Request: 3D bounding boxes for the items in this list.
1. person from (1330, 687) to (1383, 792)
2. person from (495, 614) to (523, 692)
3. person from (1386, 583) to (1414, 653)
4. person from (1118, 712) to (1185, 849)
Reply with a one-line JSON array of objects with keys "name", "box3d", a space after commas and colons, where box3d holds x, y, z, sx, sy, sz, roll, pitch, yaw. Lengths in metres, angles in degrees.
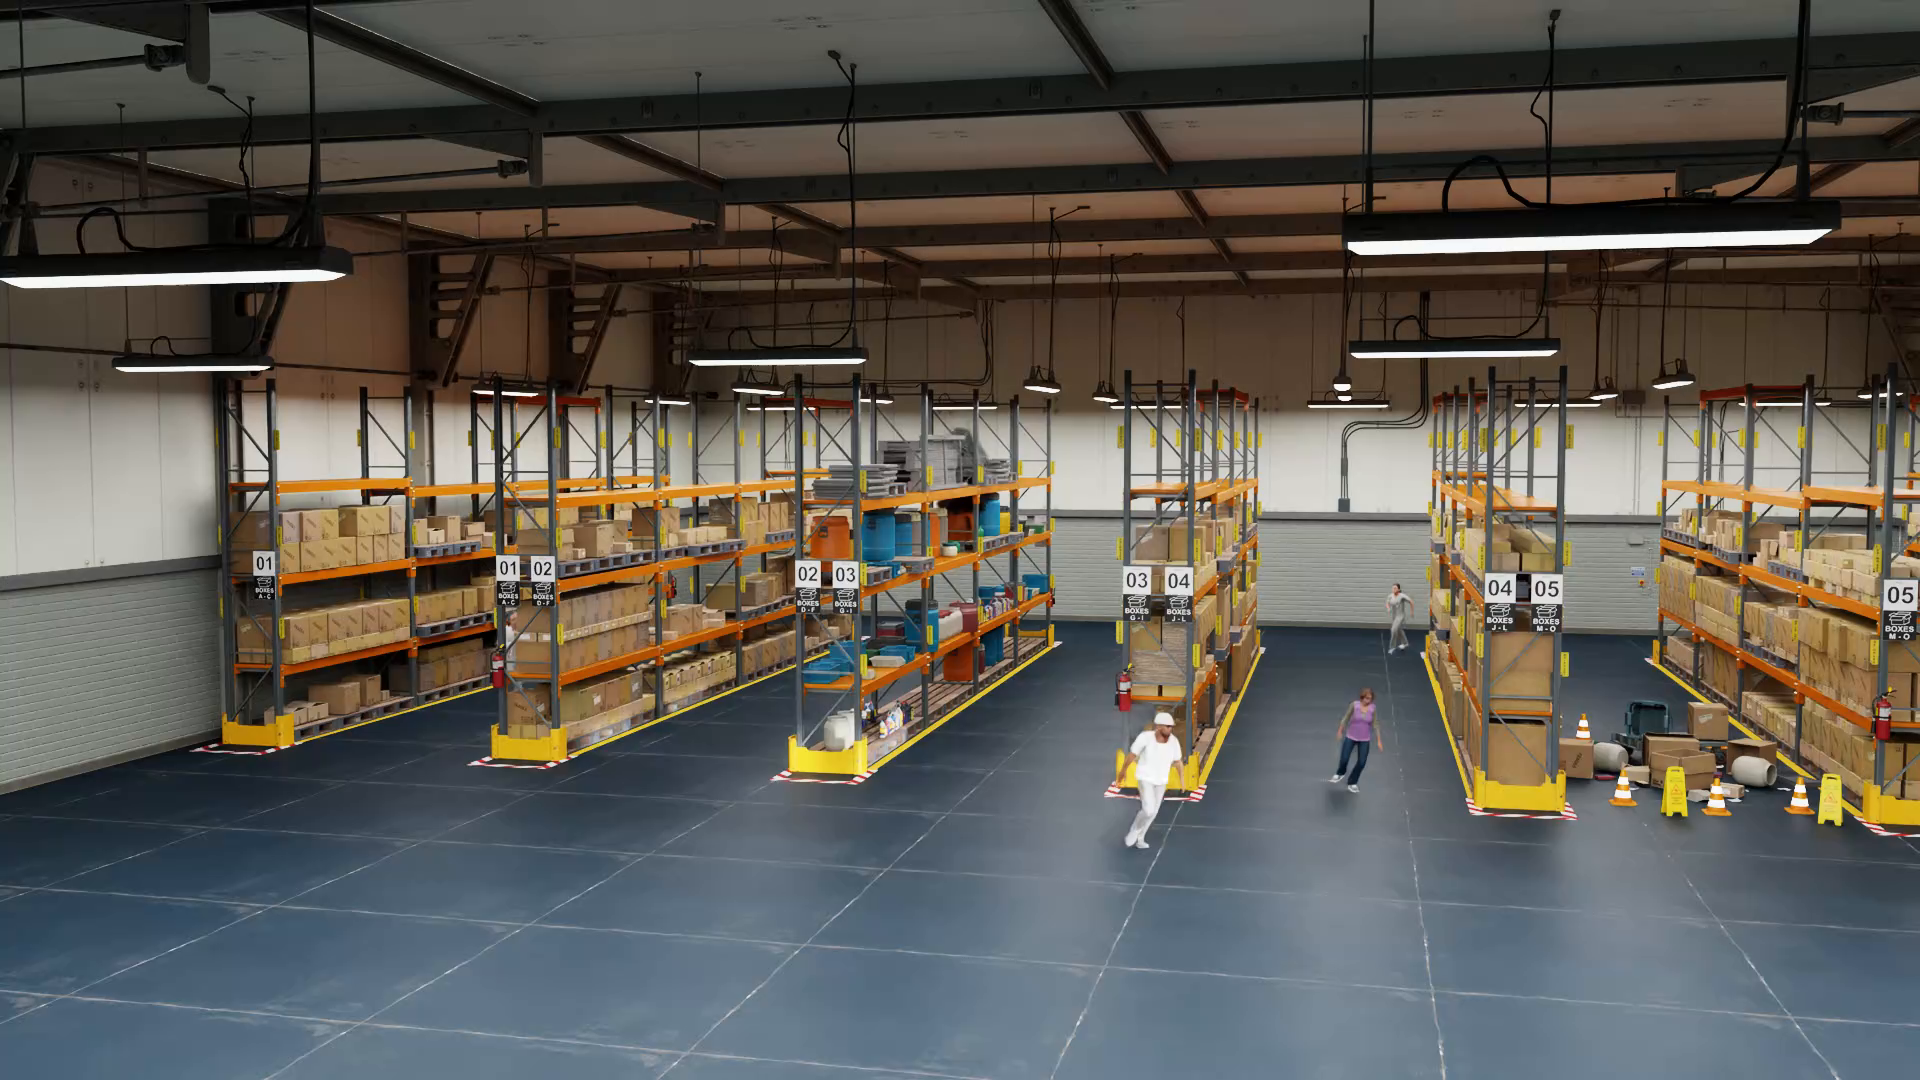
[{"name": "person", "box3d": [5.626, 2.820, 23.595, 0.667, 1.521, 0.607, 0, 3, 3]}, {"name": "person", "box3d": [-8.436, 2.347, 31.493, 0.702, 1.546, 0.902, -1, 4, -14]}, {"name": "person", "box3d": [10.407, 1.840, 39.290, 0.854, 1.670, 0.562, -3, 4, -36]}, {"name": "person", "box3d": [2.363, 2.925, 20.251, 0.675, 1.704, 0.685, -1, 4, -24]}]
